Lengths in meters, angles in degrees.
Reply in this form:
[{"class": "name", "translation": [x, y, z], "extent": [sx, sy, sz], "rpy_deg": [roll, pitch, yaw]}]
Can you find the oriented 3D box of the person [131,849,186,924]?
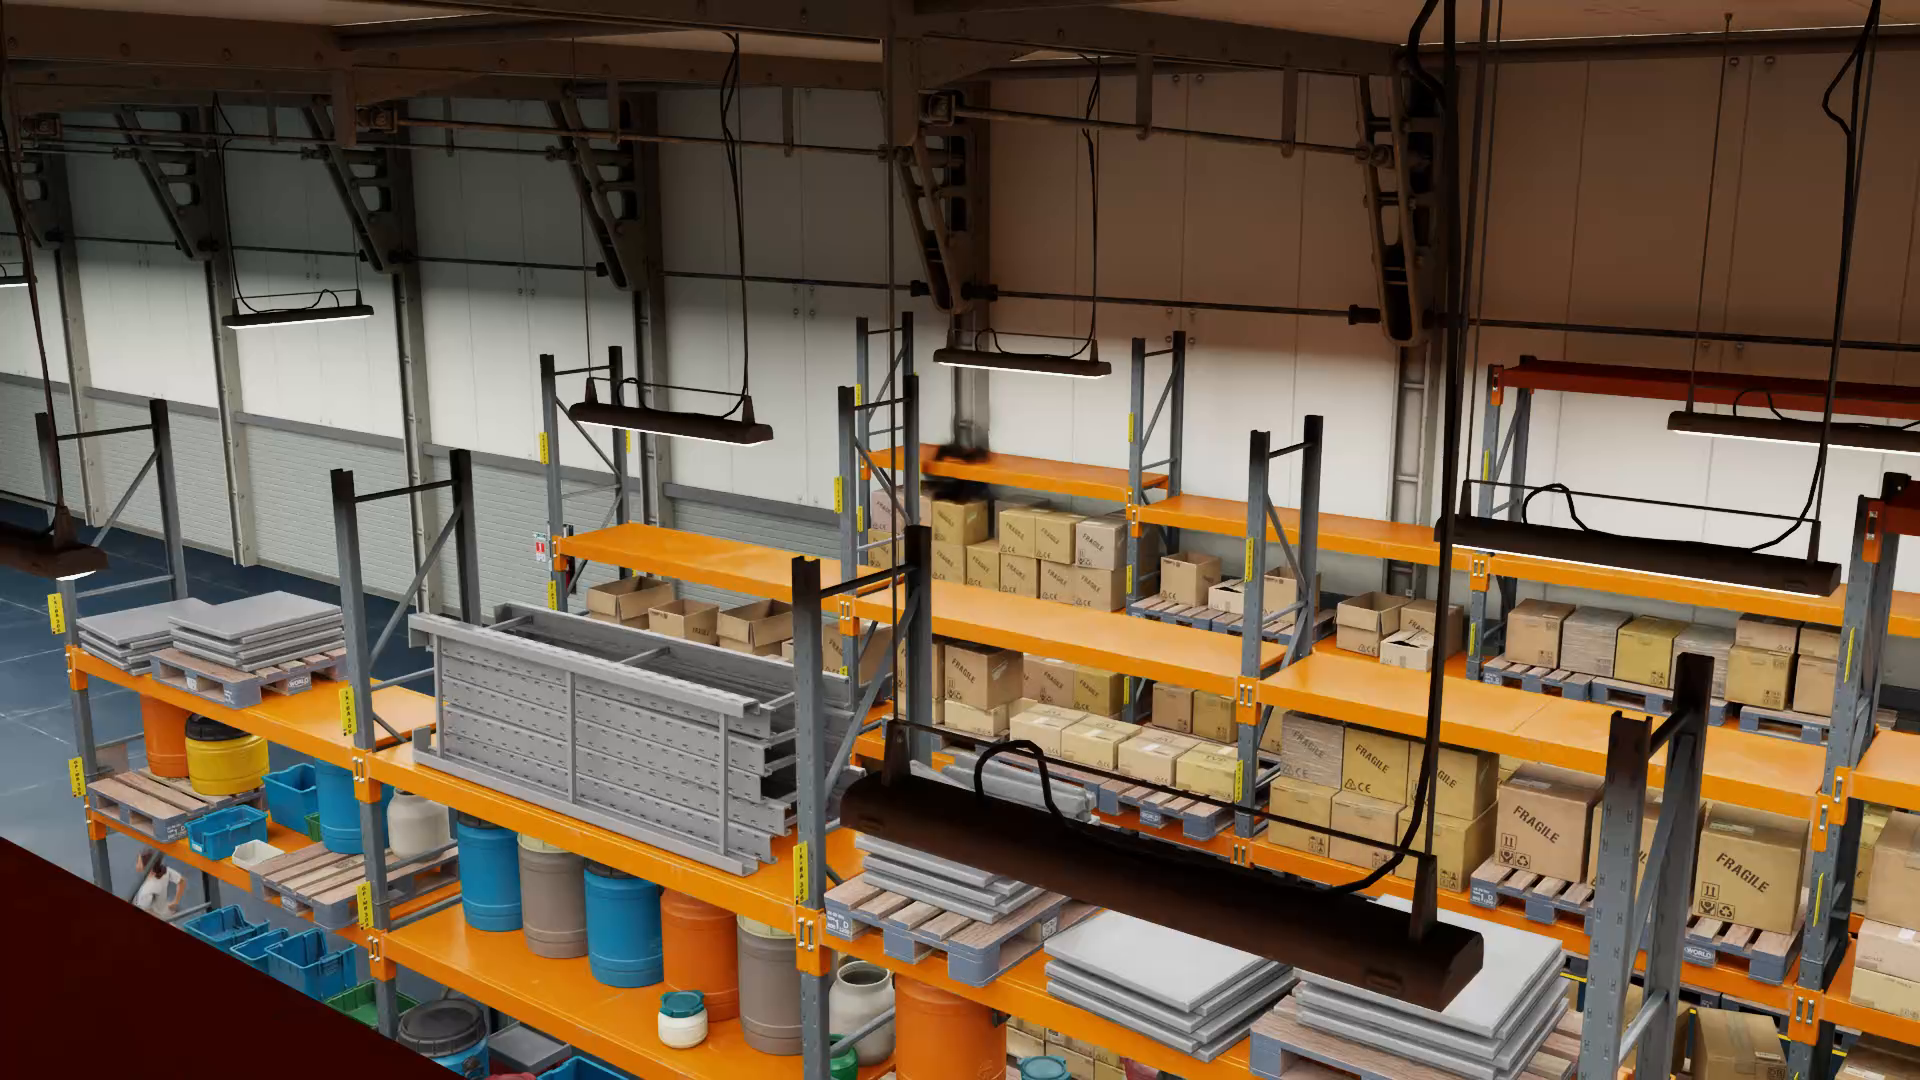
[{"class": "person", "translation": [-7.629, 3.676, 15.698], "extent": [0.865, 1.664, 0.575], "rpy_deg": [-3, 13, -12]}]
